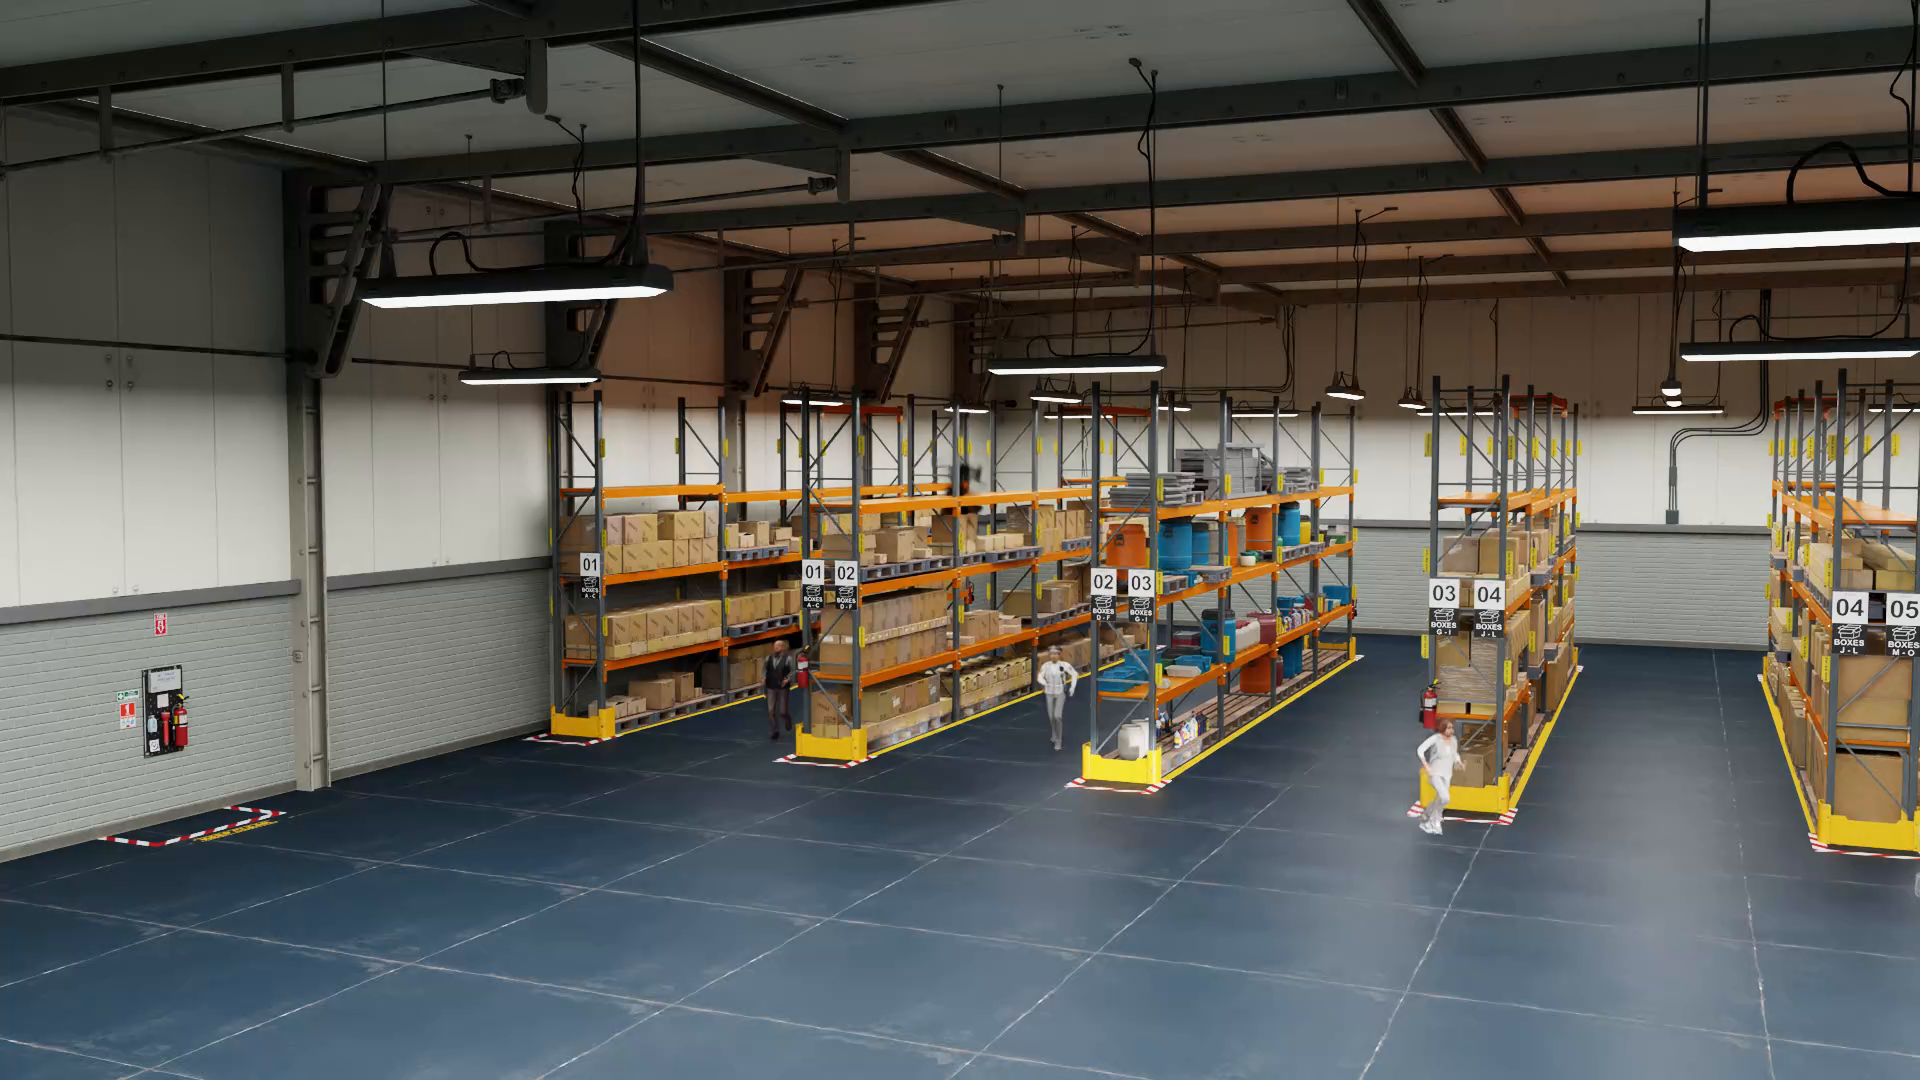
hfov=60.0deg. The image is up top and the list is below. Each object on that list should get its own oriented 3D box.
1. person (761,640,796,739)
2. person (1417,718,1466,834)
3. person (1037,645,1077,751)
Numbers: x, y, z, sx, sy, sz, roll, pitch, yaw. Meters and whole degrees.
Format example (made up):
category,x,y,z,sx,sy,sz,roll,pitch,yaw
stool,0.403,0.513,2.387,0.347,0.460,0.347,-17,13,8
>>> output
category,x,y,z,sx,sy,sz,roll,pitch,yaw
person,-3.139,2.569,28.740,0.661,1.675,0.647,1,3,12
person,6.198,3.049,21.475,0.522,1.532,0.740,-1,3,-22
person,1.610,2.629,27.800,0.631,1.770,0.739,1,3,19
